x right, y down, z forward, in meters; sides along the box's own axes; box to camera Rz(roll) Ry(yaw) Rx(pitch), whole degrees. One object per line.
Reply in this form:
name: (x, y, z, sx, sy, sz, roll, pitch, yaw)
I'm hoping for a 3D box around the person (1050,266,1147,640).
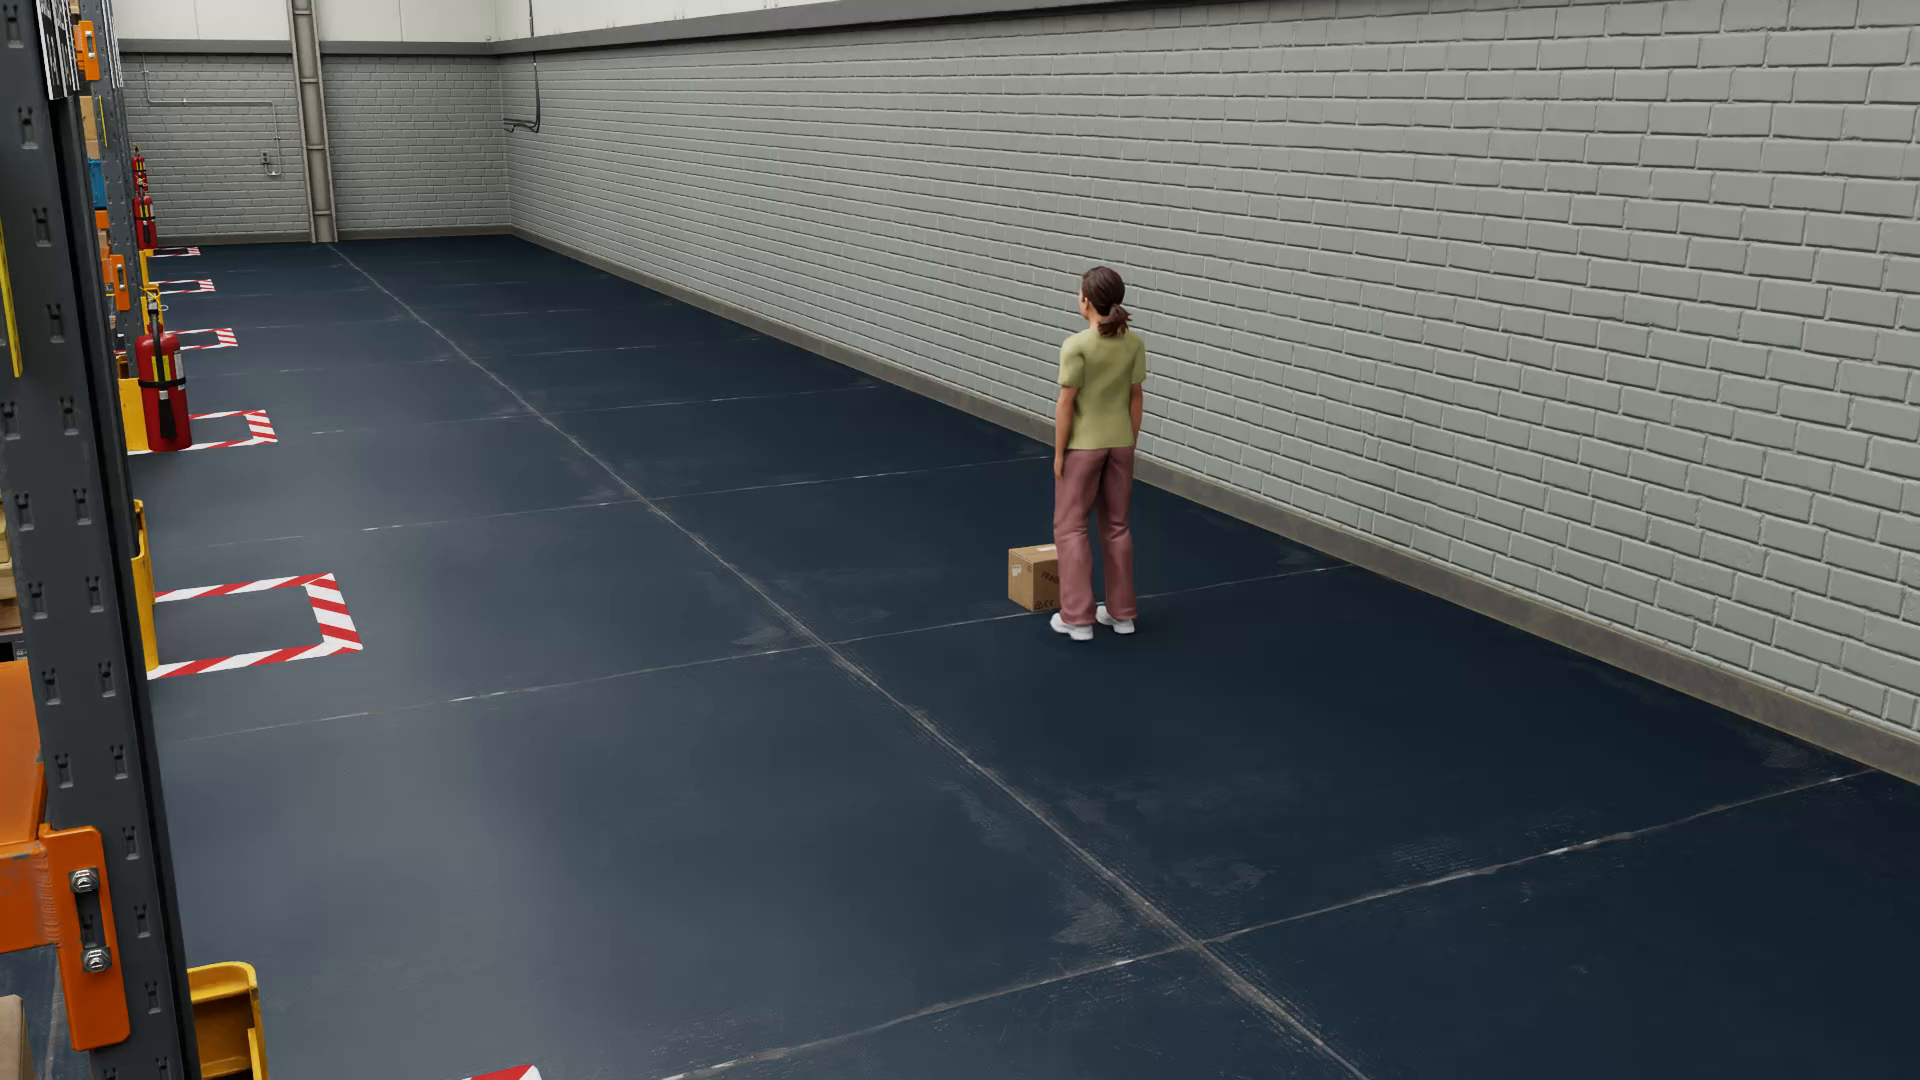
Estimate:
person: (0.611, -0.382, 7.440, 0.438, 1.667, 0.357, -7, 17, -24)
